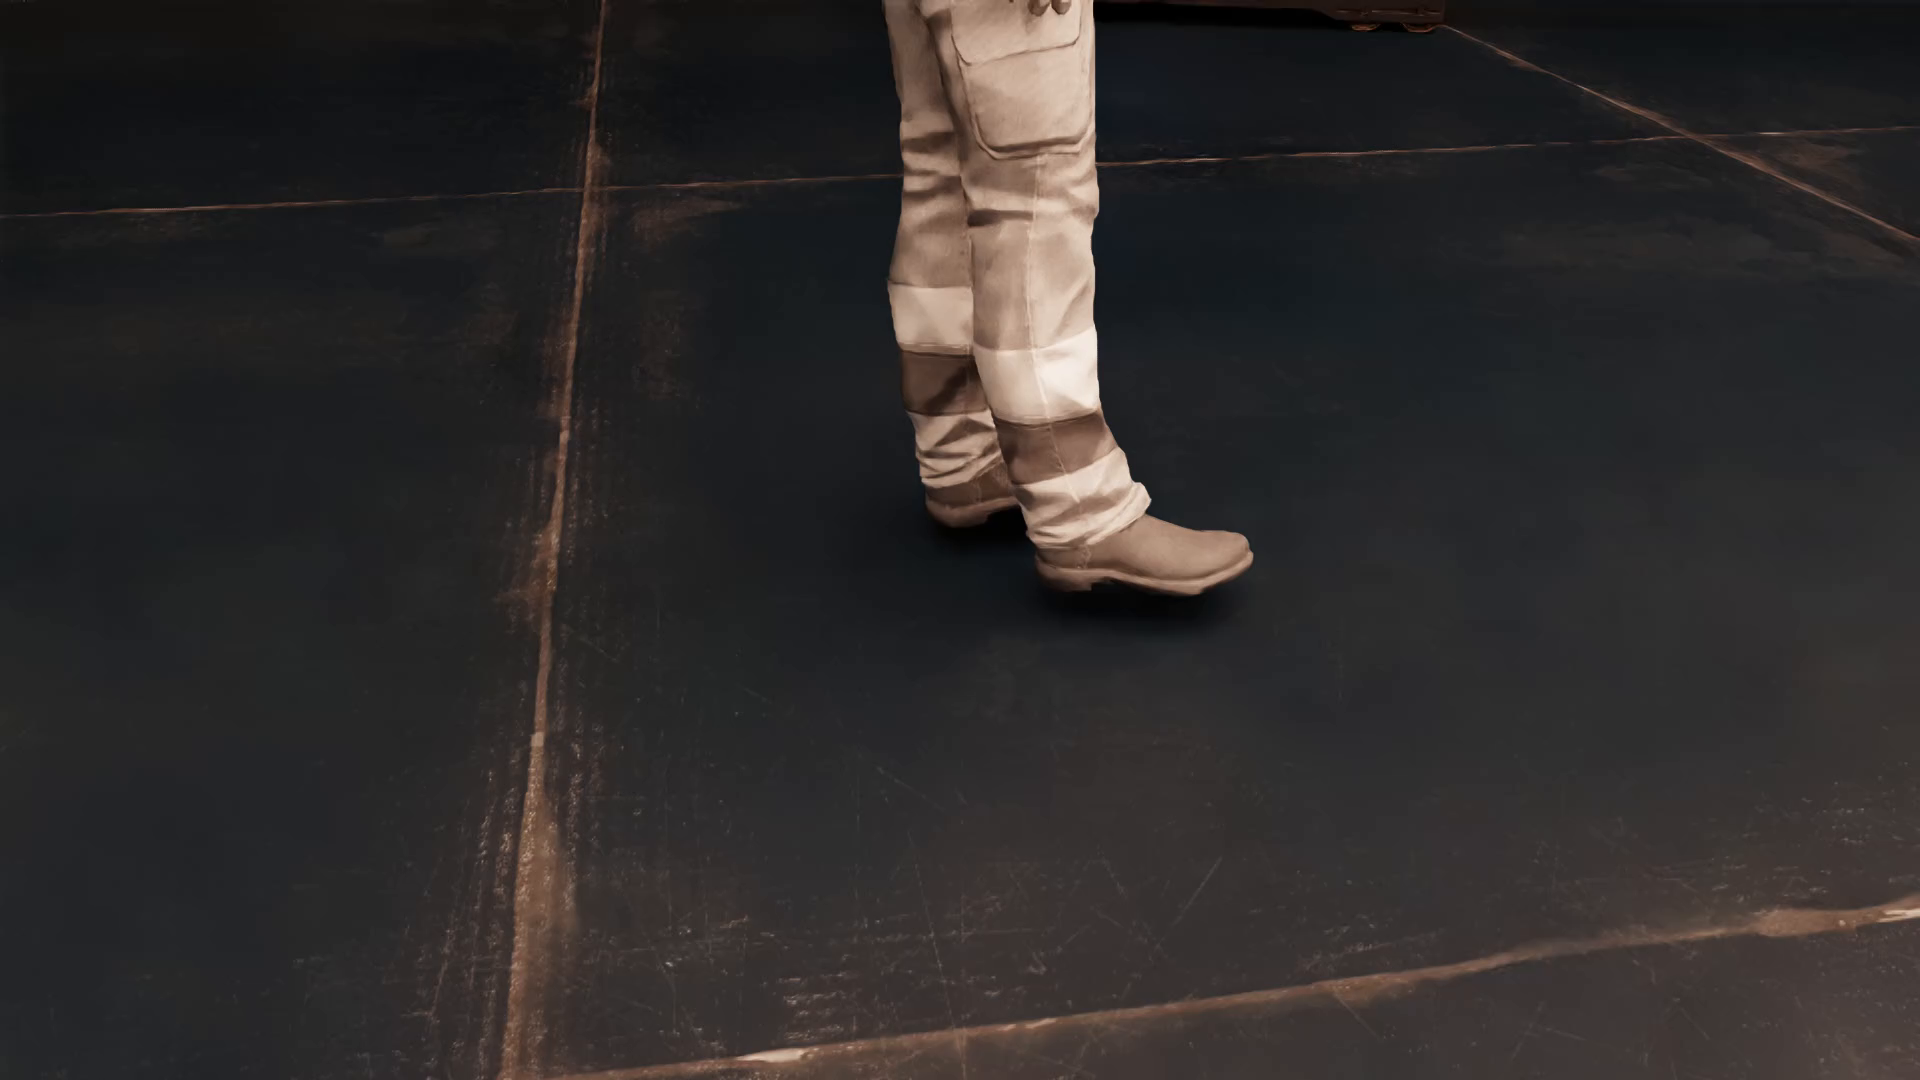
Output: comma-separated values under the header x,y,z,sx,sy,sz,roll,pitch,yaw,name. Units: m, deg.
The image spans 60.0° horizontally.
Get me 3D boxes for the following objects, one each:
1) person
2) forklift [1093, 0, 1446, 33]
x,y,z,sx,sy,sz,roll,pitch,yaw,name
0.081,-0.833,2.061,0.563,1.787,0.637,-5,28,-9,person
1.439,-3.353,5.693,3.031,2.935,1.130,5,28,9,forklift
